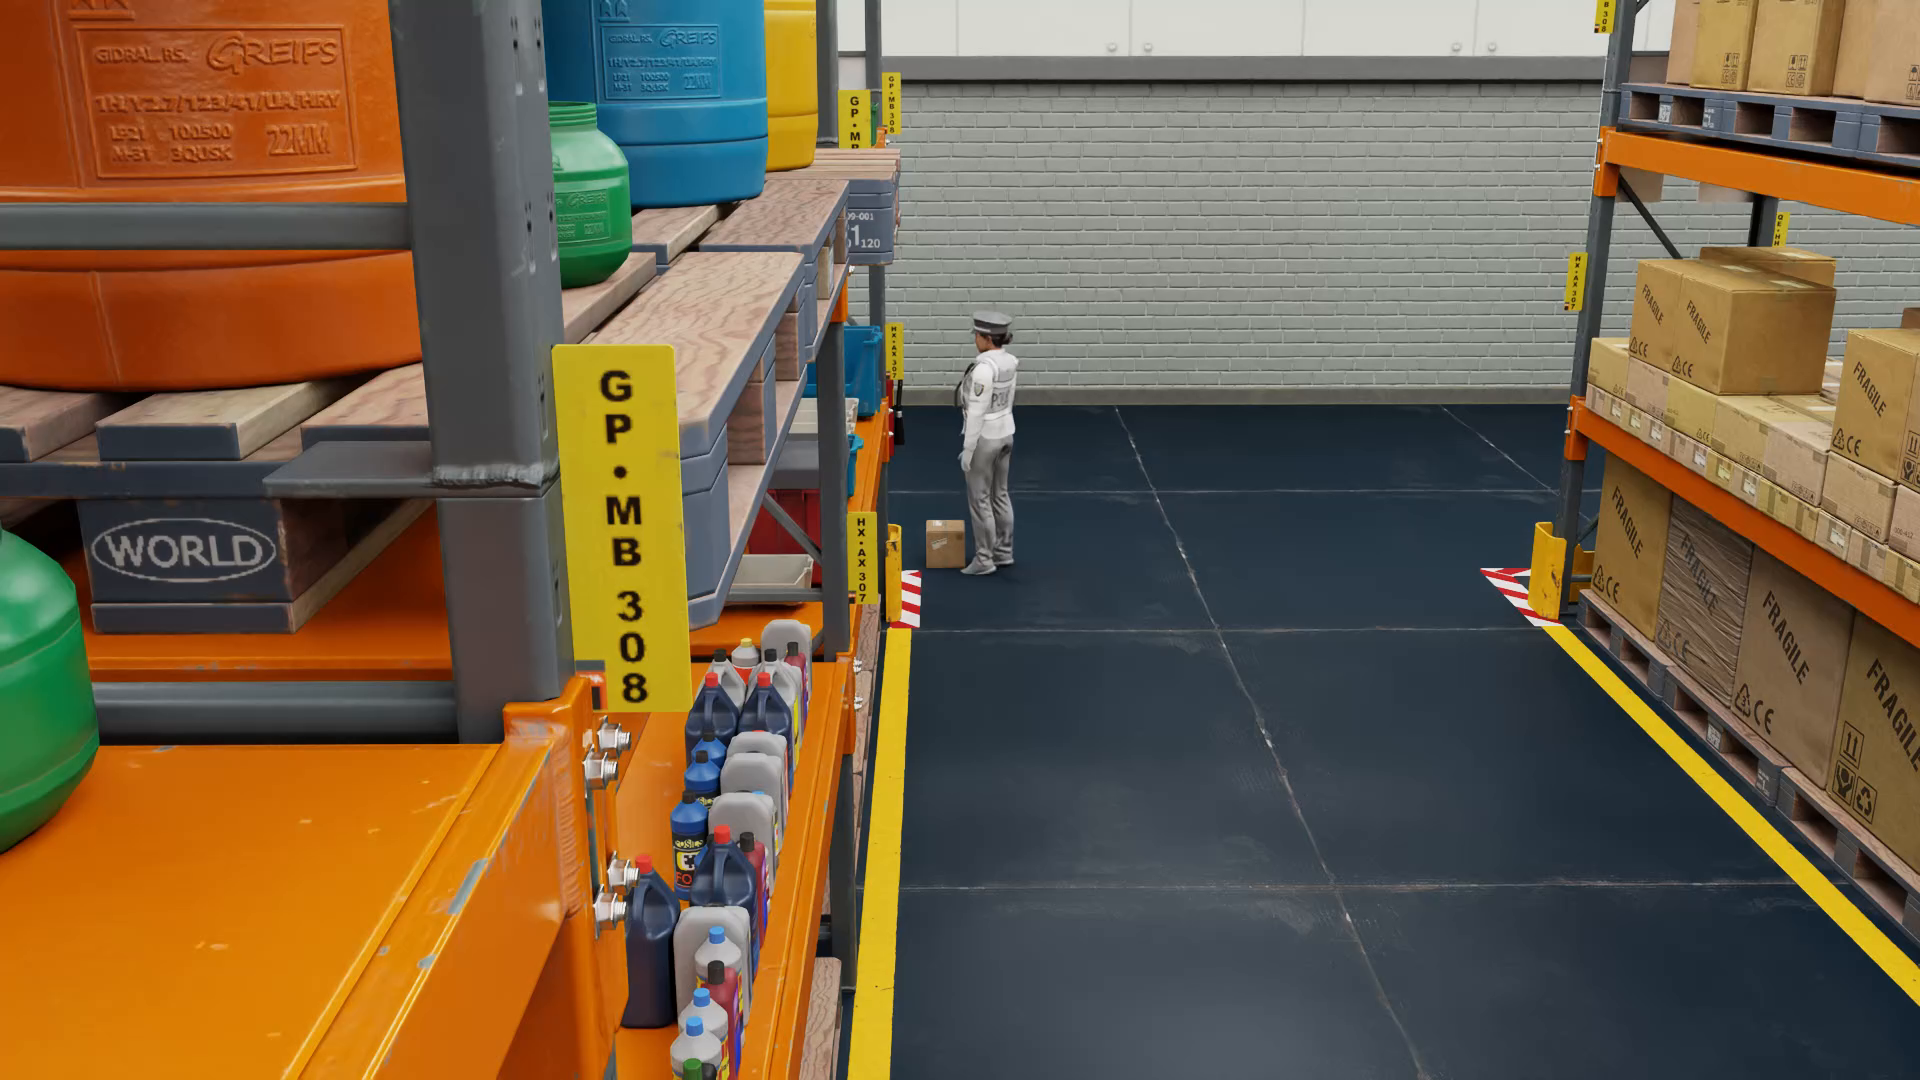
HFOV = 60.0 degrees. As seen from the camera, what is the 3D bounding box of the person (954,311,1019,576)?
[{"bbox_3d":[0.169,-0.585,10.492,0.331,1.725,0.498,10,20,28],"label":"person"}]
